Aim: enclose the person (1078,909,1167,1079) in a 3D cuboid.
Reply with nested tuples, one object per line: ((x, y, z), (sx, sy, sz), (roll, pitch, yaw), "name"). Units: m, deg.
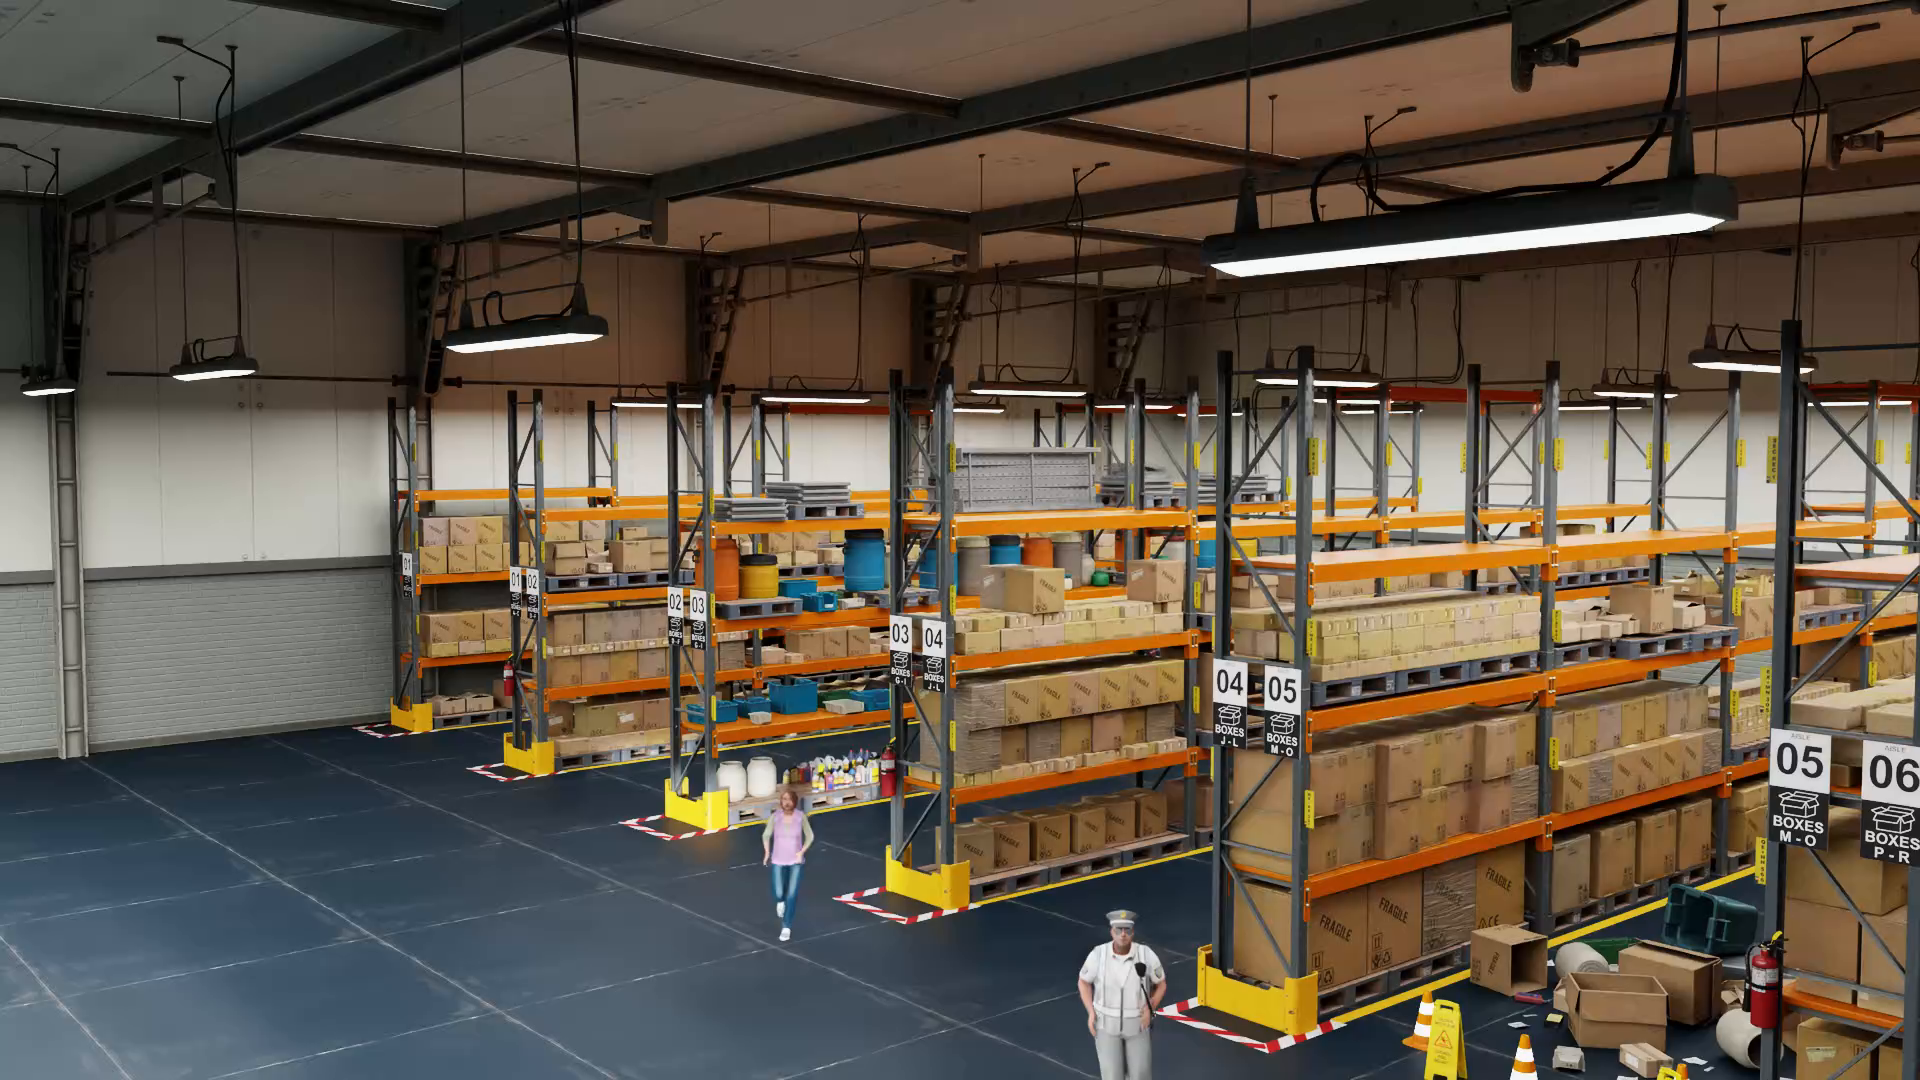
((1.193, 3.571, 12.310), (0.643, 1.739, 0.644), (0, 3, 5), "person")

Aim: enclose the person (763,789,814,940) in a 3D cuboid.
((-1.802, 3.379, 17.448), (0.548, 1.558, 0.549), (0, 3, -1), "person")
